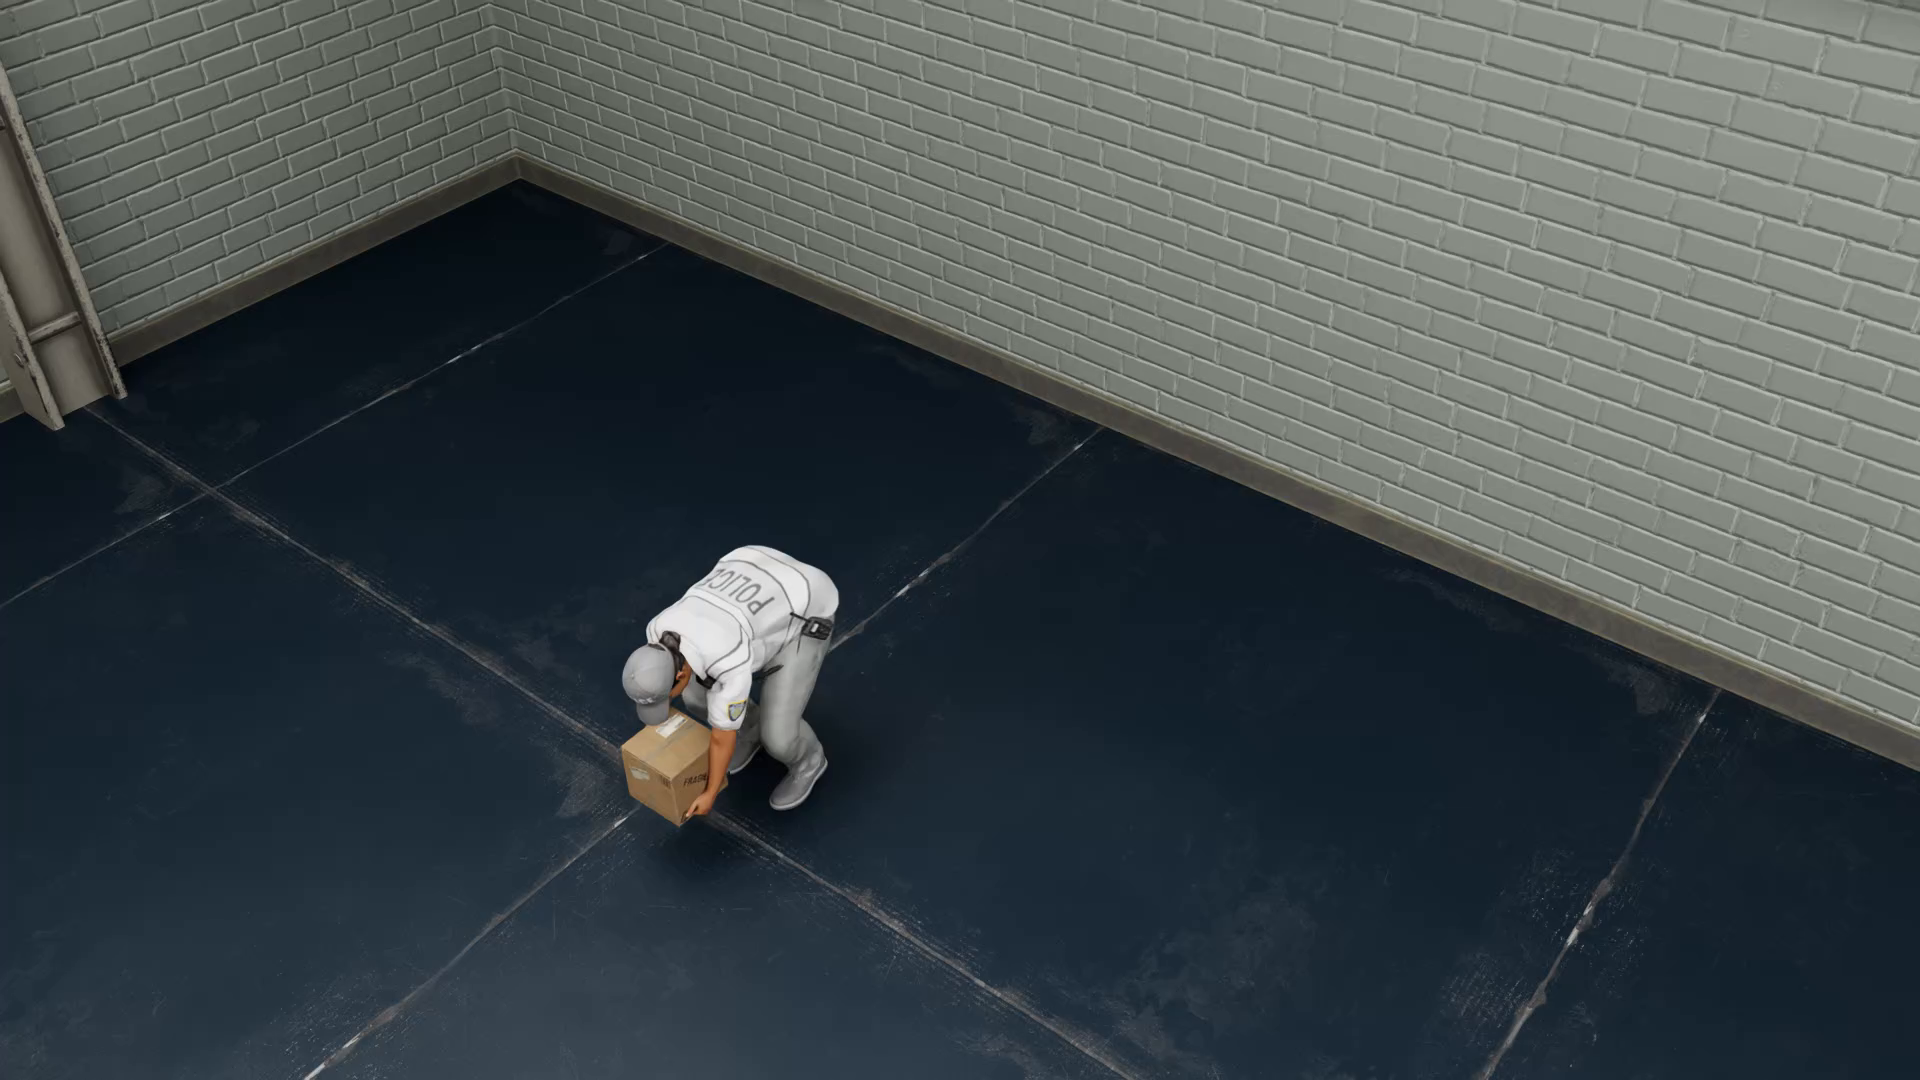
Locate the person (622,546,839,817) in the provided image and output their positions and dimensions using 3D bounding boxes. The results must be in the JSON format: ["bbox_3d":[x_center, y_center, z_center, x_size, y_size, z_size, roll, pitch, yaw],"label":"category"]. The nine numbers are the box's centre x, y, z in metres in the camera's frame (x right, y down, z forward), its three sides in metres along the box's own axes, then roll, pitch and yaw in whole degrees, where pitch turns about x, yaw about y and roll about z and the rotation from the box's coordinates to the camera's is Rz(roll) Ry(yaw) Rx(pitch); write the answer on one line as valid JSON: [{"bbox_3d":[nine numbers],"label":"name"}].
[{"bbox_3d":[-0.816,0.567,5.963,0.512,1.029,0.938,24,45,26],"label":"person"}]
